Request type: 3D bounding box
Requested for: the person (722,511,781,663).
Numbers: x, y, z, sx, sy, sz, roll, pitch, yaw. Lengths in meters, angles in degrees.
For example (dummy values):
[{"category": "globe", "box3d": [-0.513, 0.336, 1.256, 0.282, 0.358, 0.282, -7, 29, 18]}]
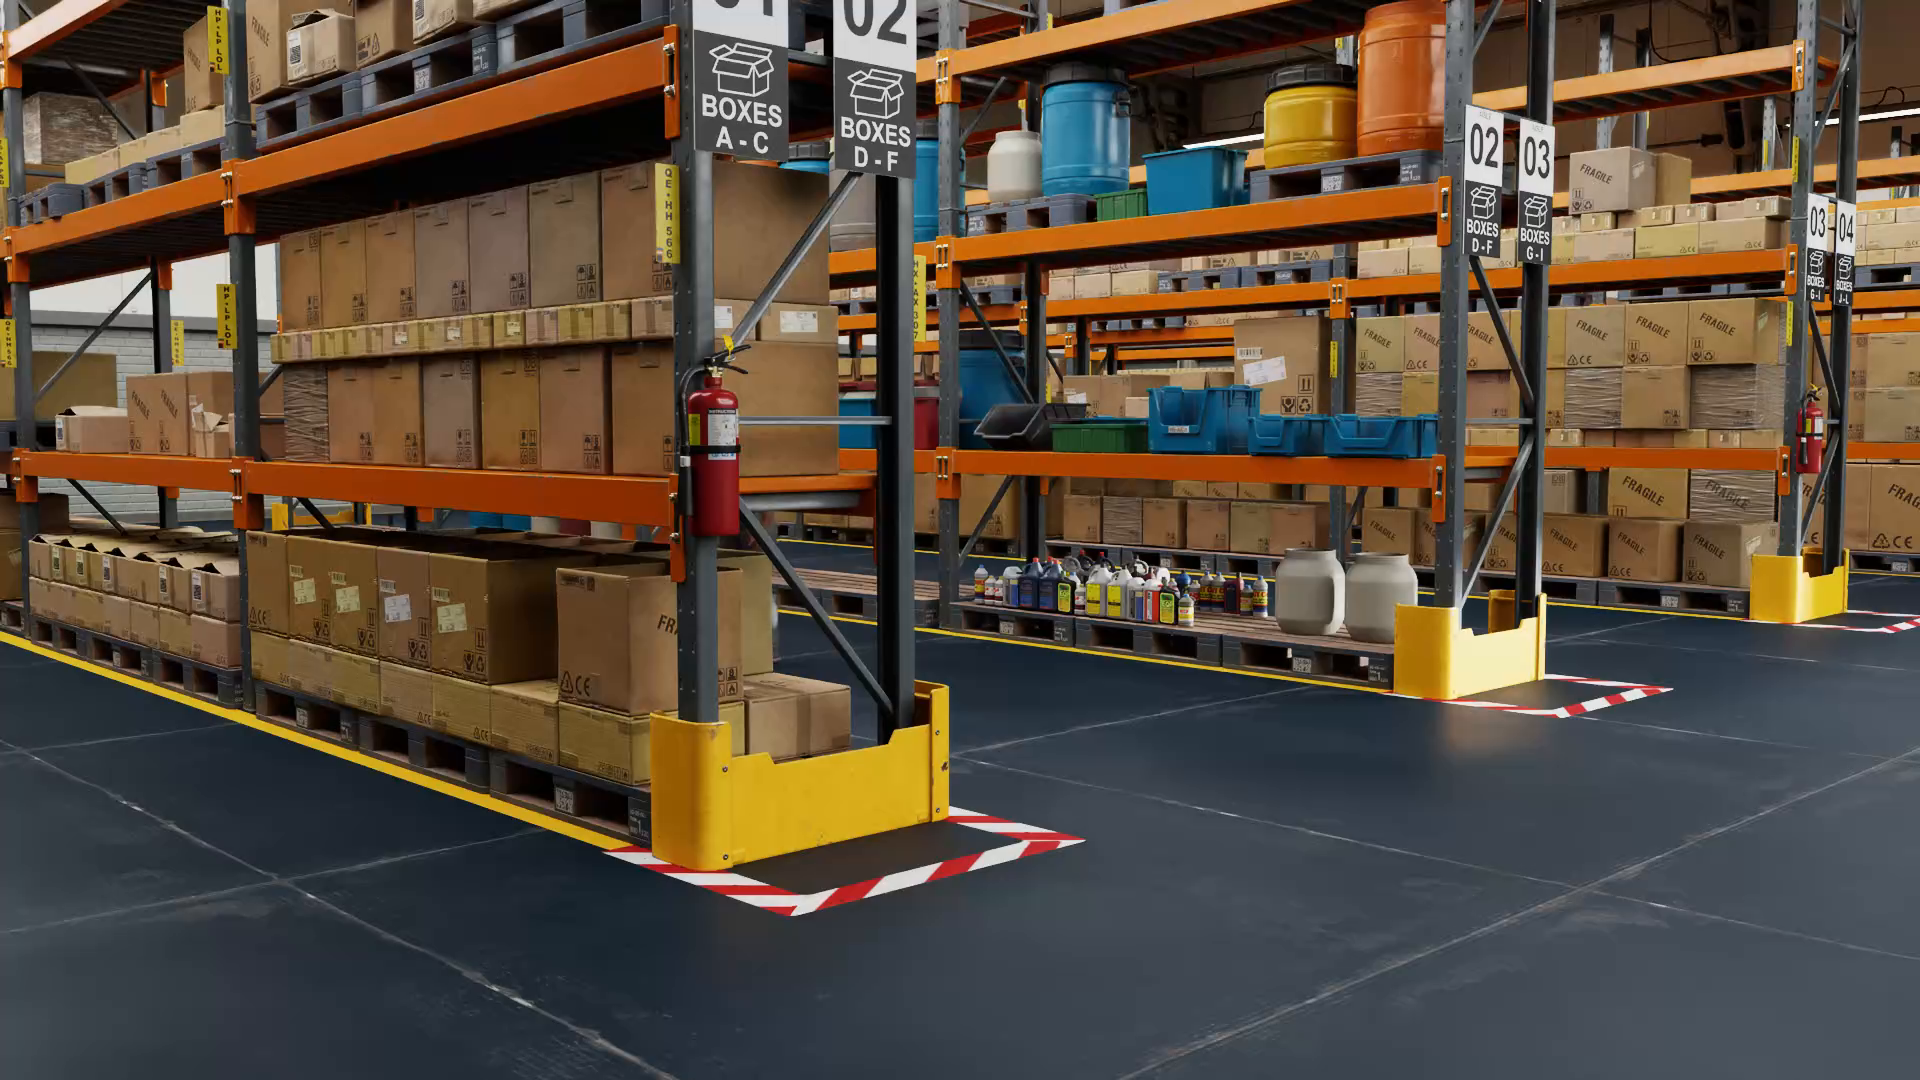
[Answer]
[{"category": "person", "box3d": [-1.304, -0.049, 10.337, 0.304, 1.655, 0.438, -4, 5, -43]}]
